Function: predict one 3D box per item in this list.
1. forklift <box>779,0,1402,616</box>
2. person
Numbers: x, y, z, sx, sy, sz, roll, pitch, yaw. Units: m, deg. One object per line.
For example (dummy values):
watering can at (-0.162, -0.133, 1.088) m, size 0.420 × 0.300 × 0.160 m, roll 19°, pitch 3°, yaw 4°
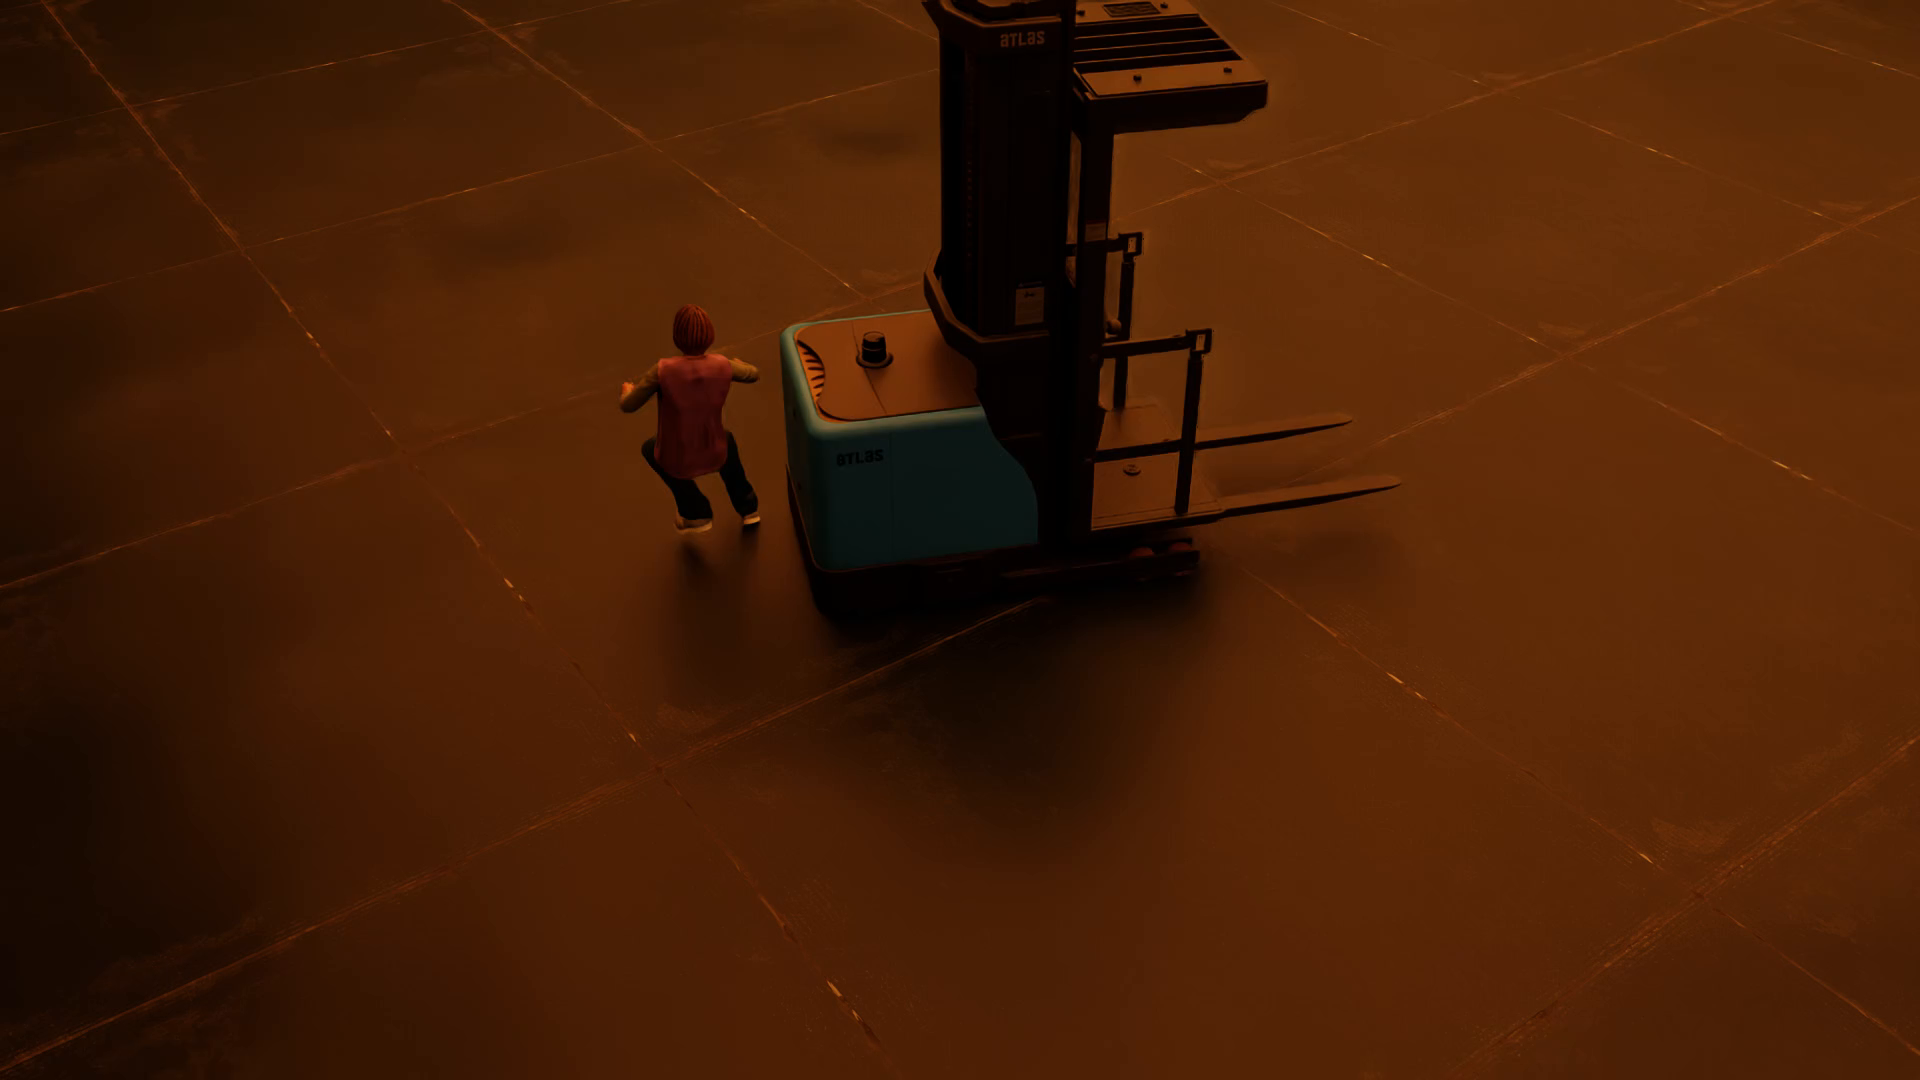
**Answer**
forklift at (0.692, -1.275, 7.669) m, size 3.031 × 2.935 × 1.130 m, roll -8°, pitch 37°, yaw -11°
person at (-1.275, -0.522, 7.973) m, size 0.695 × 1.454 × 0.582 m, roll -17°, pitch 40°, yaw -21°
